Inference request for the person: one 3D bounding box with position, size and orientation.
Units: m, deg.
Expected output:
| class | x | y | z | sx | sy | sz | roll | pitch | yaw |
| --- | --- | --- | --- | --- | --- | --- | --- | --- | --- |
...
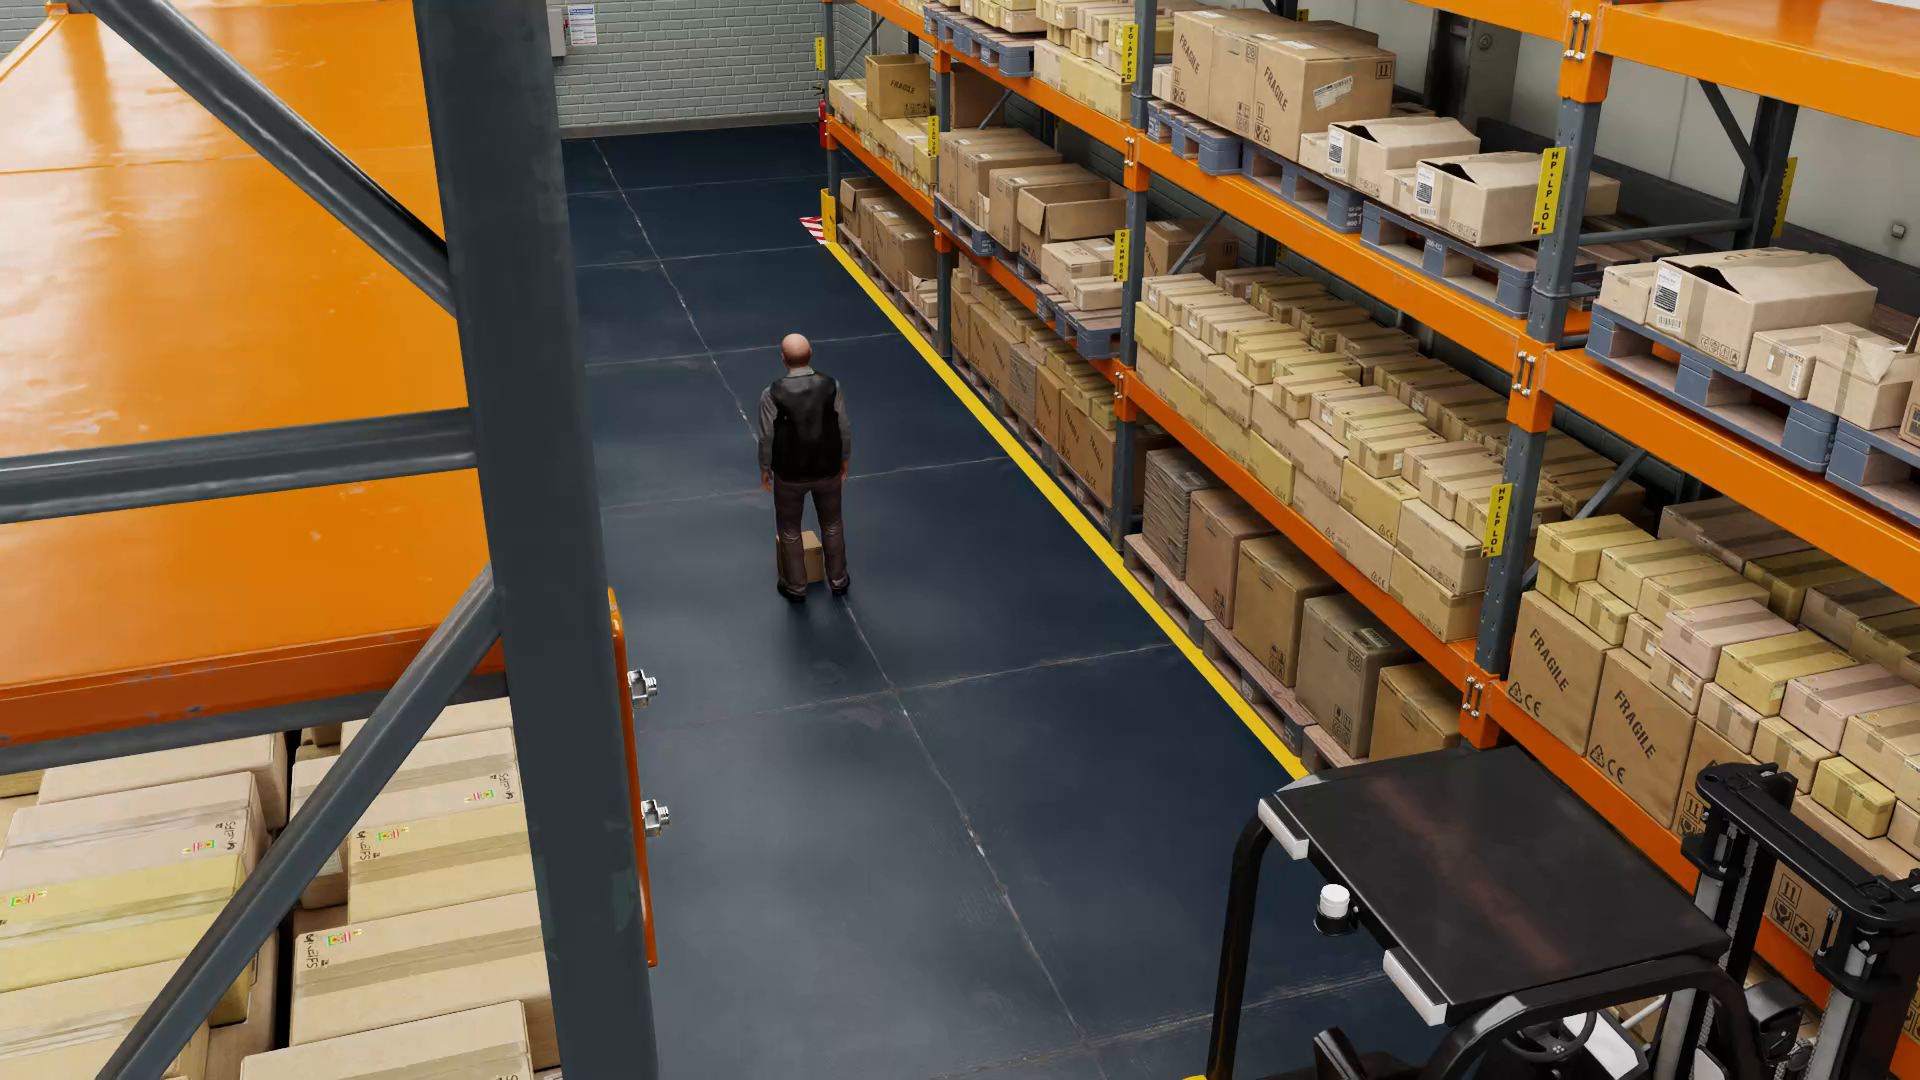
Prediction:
| class | x | y | z | sx | sy | sz | roll | pitch | yaw |
| --- | --- | --- | --- | --- | --- | --- | --- | --- | --- |
| person | -0.946 | -0.425 | 10.256 | 0.580 | 1.721 | 0.414 | -8 | 27 | -16 |
